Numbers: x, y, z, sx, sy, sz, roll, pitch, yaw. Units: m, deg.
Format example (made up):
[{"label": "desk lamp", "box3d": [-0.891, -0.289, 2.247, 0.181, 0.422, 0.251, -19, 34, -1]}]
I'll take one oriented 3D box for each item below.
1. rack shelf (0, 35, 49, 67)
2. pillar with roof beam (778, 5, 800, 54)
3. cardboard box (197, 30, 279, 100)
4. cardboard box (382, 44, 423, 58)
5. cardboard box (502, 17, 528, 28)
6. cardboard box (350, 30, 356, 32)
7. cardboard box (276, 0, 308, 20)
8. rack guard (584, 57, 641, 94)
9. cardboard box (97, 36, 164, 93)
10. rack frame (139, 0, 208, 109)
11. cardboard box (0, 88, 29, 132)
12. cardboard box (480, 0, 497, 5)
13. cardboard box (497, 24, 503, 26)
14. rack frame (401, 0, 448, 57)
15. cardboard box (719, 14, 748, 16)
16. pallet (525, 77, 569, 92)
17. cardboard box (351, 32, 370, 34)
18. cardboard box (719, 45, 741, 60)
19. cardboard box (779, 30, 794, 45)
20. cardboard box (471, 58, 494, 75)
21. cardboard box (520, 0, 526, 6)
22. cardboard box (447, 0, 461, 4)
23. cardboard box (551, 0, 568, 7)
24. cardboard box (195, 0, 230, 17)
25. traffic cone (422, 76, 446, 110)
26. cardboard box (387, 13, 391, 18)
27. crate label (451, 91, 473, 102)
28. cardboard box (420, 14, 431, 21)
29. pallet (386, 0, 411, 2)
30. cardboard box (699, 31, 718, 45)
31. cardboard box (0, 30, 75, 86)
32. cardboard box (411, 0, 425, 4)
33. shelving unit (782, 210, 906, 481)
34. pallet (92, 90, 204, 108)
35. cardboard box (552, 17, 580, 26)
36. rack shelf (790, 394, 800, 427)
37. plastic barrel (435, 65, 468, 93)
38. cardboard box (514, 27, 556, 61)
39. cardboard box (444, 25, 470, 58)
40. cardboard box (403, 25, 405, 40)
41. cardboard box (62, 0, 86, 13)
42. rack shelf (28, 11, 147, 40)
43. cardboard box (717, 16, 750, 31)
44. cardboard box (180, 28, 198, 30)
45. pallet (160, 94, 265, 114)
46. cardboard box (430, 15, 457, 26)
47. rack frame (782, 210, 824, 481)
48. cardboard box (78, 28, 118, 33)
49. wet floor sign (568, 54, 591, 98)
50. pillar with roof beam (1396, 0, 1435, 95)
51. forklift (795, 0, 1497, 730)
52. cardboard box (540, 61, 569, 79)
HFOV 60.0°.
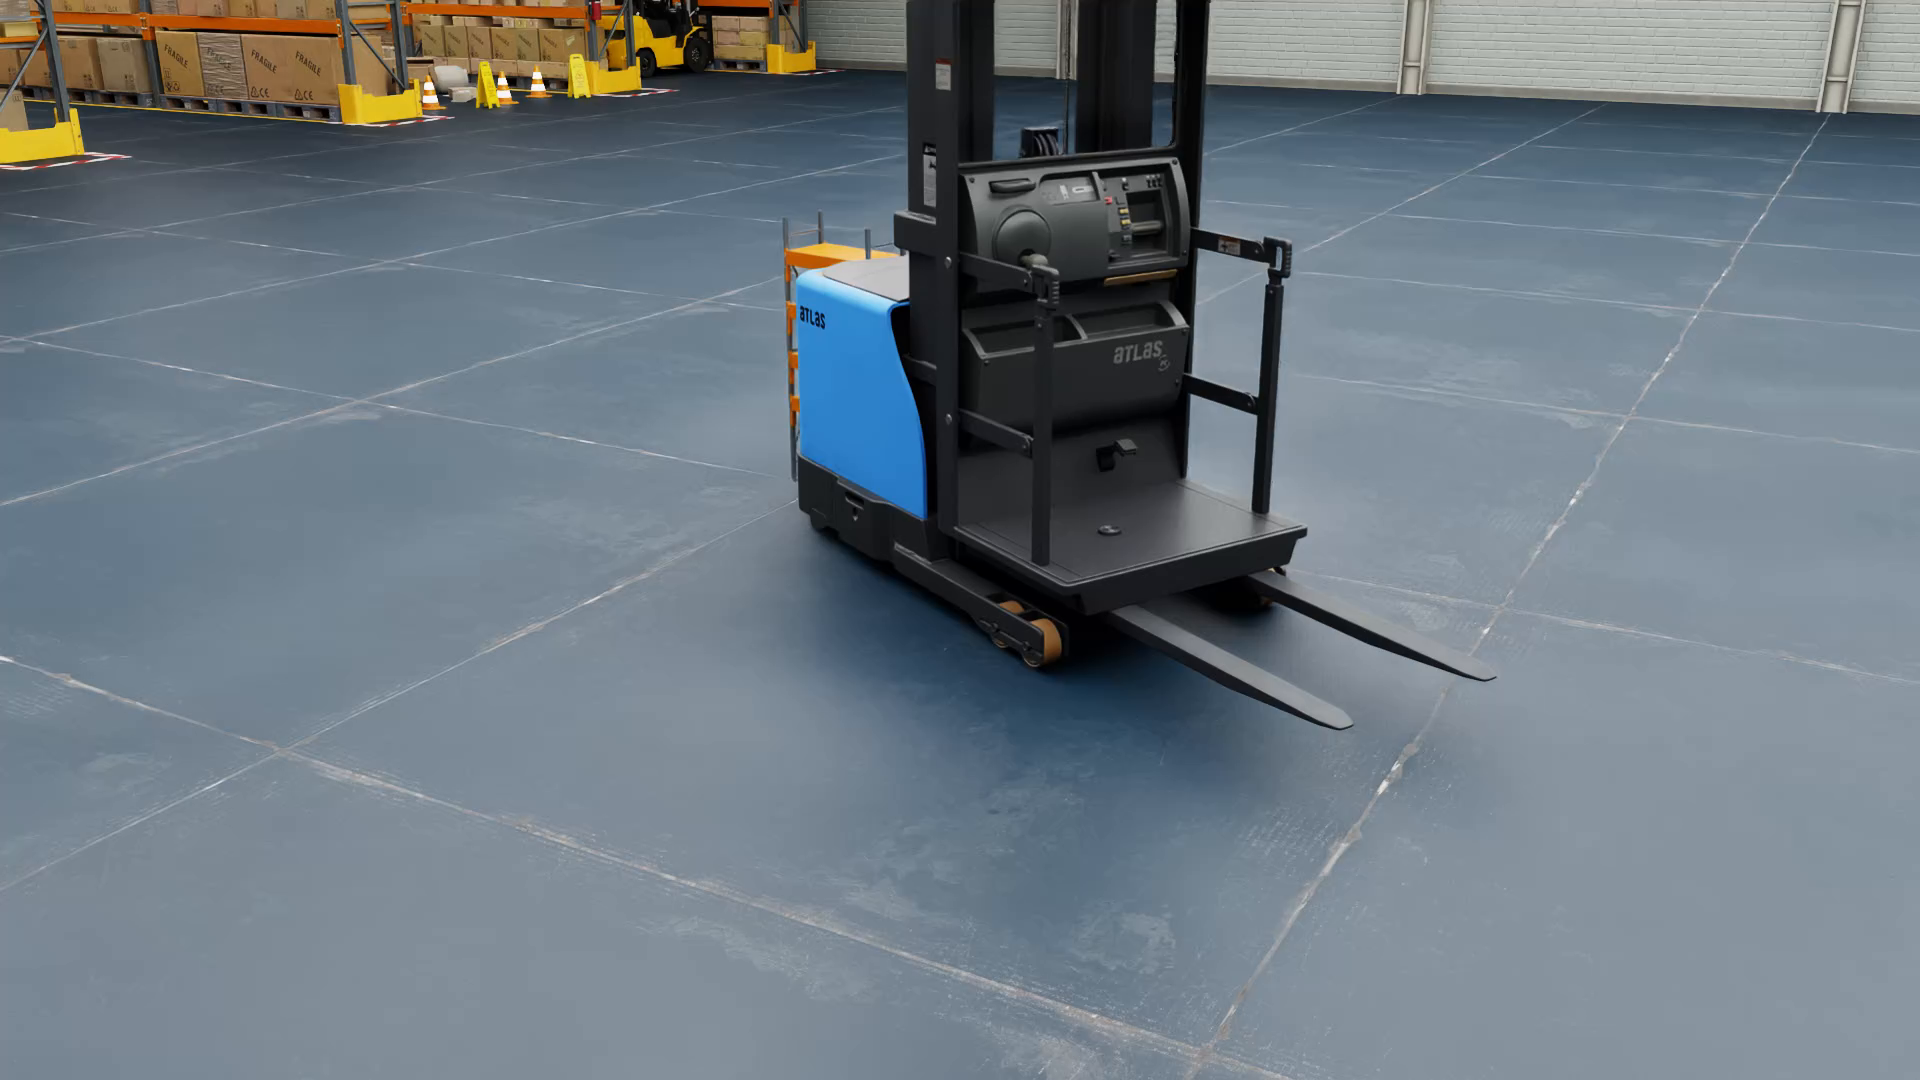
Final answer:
[{"label": "rack shelf", "box3d": [-12.136, -5.680, 19.181, 4.000, 0.370, 1.077, 11, 23, 27]}, {"label": "pillar with roof beam", "box3d": [-5.407, -12.037, 26.853, 0.400, 9.000, 9.100, 11, 23, 27]}, {"label": "cardboard box", "box3d": [-10.071, -6.735, 23.534, 0.875, 0.875, 0.875, 11, 23, 28]}, {"label": "cardboard box", "box3d": [-9.508, -8.350, 28.723, 0.625, 0.372, 0.950, 11, 23, 28]}, {"label": "cardboard box", "box3d": [-7.184, -8.382, 26.940, 0.250, 0.149, 0.380, 12, 23, 30]}, {"label": "cardboard box", "box3d": [-12.833, -10.899, 35.563, 0.500, 0.500, 0.500, 10, 22, 27]}, {"label": "cardboard box", "box3d": [-8.719, -7.349, 22.507, 0.550, 0.550, 0.875, 11, 23, 27]}, {"label": "rack guard", "box3d": [-5.623, -7.474, 26.735, 0.348, 0.500, 1.175, 11, 23, 27]}, {"label": "cardboard box", "box3d": [-11.961, -7.027, 24.522, 0.750, 0.750, 1.050, 11, 23, 27]}, {"label": "rack frame", "box3d": [-11.375, -7.811, 23.999, 0.127, 3.000, 1.000, 11, 23, 27]}, {"label": "cardboard box", "box3d": [-10.927, -4.817, 18.796, 0.500, 0.500, 0.500, 16, 25, 37]}, {"label": "cardboard box", "box3d": [-7.584, -8.786, 27.057, 0.250, 0.149, 0.380, 11, 23, 27]}, {"label": "cardboard box", "box3d": [-7.511, -8.372, 27.862, 0.500, 0.500, 0.500, 12, 23, 30]}, {"label": "rack frame", "box3d": [-9.049, -9.301, 28.108, 0.127, 3.000, 1.000, 11, 23, 27]}, {"label": "cardboard box", "box3d": [-4.336, -9.794, 31.416, 0.500, 0.250, 0.500, 11, 22, 27]}, {"label": "pallet", "box3d": [-6.315, -7.484, 27.186, 1.213, 0.211, 1.003, 11, 23, 27]}, {"label": "cardboard box", "box3d": [-9.891, -7.947, 26.931, 0.500, 0.500, 0.500, 11, 23, 27]}, {"label": "cardboard box", "box3d": [-4.133, -9.089, 30.939, 0.500, 0.250, 0.500, 11, 23, 27]}, {"label": "cardboard box", "box3d": [-3.448, -9.394, 31.048, 0.500, 0.250, 0.500, 11, 23, 28]}, {"label": "cardboard box", "box3d": [-7.729, -7.855, 27.537, 0.500, 0.250, 0.500, 10, 22, 27]}, {"label": "cardboard box", "box3d": [-6.871, -8.693, 26.799, 0.250, 0.149, 0.380, 11, 23, 28]}, {"label": "cardboard box", "box3d": [-8.239, -8.922, 27.431, 0.250, 0.149, 0.380, 12, 23, 29]}, {"label": "cardboard box", "box3d": [-6.263, -8.526, 26.338, 0.250, 0.149, 0.380, 10, 22, 27]}, {"label": "cardboard box", "box3d": [-10.142, -7.614, 23.237, 0.550, 0.550, 0.875, 11, 23, 27]}, {"label": "traffic cone", "box3d": [-7.654, -6.464, 24.007, 0.334, 0.463, 0.336, 11, 23, 27]}, {"label": "cardboard box", "box3d": [-11.822, -11.008, 34.911, 0.250, 0.149, 0.380, 10, 22, 25]}, {"label": "crate label", "box3d": [-7.522, -6.703, 25.144, 0.298, 0.136, 0.250, 0, 20, -1]}, {"label": "cardboard box", "box3d": [-10.932, -10.815, 34.380, 0.250, 0.149, 0.380, 10, 22, 25]}, {"label": "pallet", "box3d": [-9.645, -9.382, 28.611, 1.213, 0.211, 1.003, 11, 23, 27]}, {"label": "cardboard box", "box3d": [-4.610, -9.408, 31.087, 0.500, 0.250, 0.500, 10, 22, 26]}, {"label": "cardboard box", "box3d": [-14.379, -7.488, 25.792, 0.750, 0.750, 1.050, 10, 22, 27]}, {"label": "cardboard box", "box3d": [-8.930, -9.035, 27.743, 0.250, 0.149, 0.380, 11, 23, 27]}, {"label": "shelving unit", "box3d": [-0.501, -0.814, 7.349, 0.503, 1.200, 0.258, 16, 25, 37]}, {"label": "pallet", "box3d": [-12.085, -6.606, 24.767, 1.213, 0.211, 1.003, 11, 23, 27]}, {"label": "cardboard box", "box3d": [-7.766, -10.076, 33.109, 0.625, 0.625, 0.875, 11, 22, 27]}, {"label": "rack shelf", "box3d": [-0.501, -0.564, 7.440, 0.480, 0.148, 0.258, 16, 25, 37]}, {"label": "plastic barrel", "box3d": [-8.098, -7.318, 26.418, 0.512, 0.421, 0.421, -7, 21, -20]}, {"label": "cardboard box", "box3d": [-6.841, -8.035, 26.933, 0.500, 0.500, 0.500, 12, 23, 29]}, {"label": "cardboard box", "box3d": [-8.192, -8.295, 27.650, 0.500, 0.500, 0.500, 12, 23, 29]}, {"label": "cardboard box", "box3d": [-11.487, -10.646, 34.865, 0.500, 0.500, 0.500, 12, 23, 30]}, {"label": "cardboard box", "box3d": [-12.843, -8.033, 24.465, 0.500, 0.500, 0.500, 11, 23, 28]}, {"label": "rack shelf", "box3d": [-13.121, -7.805, 25.039, 4.000, 0.370, 1.077, 11, 23, 27]}, {"label": "cardboard box", "box3d": [-4.142, -9.556, 30.761, 0.500, 0.250, 0.500, 11, 23, 28]}, {"label": "cardboard box", "box3d": [-13.880, -9.454, 31.030, 0.875, 0.875, 0.875, 11, 23, 28]}, {"label": "pallet", "box3d": [-10.749, -6.350, 24.062, 1.213, 0.211, 1.003, 11, 23, 27]}, {"label": "cardboard box", "box3d": [-8.586, -8.647, 27.668, 0.250, 0.149, 0.380, 11, 23, 28]}, {"label": "rack frame", "box3d": [-0.688, -0.867, 7.496, 0.015, 1.200, 0.240, 16, 25, 37]}, {"label": "cardboard box", "box3d": [-16.529, -9.761, 32.517, 0.875, 0.438, 0.875, 10, 22, 27]}, {"label": "wet floor sign", "box3d": [-5.913, -7.179, 25.711, 0.267, 0.644, 0.232, -16, 26, -38]}, {"label": "pillar with roof beam", "box3d": [5.069, -10.042, 21.351, 0.400, 9.000, 9.100, 11, 23, 27]}, {"label": "forklift", "box3d": [0.540, -1.126, 5.671, 1.130, 2.935, 3.031, -12, 23, -31]}, {"label": "cardboard box", "box3d": [-6.415, -7.599, 26.832, 0.500, 0.250, 0.500, 11, 23, 27]}]
